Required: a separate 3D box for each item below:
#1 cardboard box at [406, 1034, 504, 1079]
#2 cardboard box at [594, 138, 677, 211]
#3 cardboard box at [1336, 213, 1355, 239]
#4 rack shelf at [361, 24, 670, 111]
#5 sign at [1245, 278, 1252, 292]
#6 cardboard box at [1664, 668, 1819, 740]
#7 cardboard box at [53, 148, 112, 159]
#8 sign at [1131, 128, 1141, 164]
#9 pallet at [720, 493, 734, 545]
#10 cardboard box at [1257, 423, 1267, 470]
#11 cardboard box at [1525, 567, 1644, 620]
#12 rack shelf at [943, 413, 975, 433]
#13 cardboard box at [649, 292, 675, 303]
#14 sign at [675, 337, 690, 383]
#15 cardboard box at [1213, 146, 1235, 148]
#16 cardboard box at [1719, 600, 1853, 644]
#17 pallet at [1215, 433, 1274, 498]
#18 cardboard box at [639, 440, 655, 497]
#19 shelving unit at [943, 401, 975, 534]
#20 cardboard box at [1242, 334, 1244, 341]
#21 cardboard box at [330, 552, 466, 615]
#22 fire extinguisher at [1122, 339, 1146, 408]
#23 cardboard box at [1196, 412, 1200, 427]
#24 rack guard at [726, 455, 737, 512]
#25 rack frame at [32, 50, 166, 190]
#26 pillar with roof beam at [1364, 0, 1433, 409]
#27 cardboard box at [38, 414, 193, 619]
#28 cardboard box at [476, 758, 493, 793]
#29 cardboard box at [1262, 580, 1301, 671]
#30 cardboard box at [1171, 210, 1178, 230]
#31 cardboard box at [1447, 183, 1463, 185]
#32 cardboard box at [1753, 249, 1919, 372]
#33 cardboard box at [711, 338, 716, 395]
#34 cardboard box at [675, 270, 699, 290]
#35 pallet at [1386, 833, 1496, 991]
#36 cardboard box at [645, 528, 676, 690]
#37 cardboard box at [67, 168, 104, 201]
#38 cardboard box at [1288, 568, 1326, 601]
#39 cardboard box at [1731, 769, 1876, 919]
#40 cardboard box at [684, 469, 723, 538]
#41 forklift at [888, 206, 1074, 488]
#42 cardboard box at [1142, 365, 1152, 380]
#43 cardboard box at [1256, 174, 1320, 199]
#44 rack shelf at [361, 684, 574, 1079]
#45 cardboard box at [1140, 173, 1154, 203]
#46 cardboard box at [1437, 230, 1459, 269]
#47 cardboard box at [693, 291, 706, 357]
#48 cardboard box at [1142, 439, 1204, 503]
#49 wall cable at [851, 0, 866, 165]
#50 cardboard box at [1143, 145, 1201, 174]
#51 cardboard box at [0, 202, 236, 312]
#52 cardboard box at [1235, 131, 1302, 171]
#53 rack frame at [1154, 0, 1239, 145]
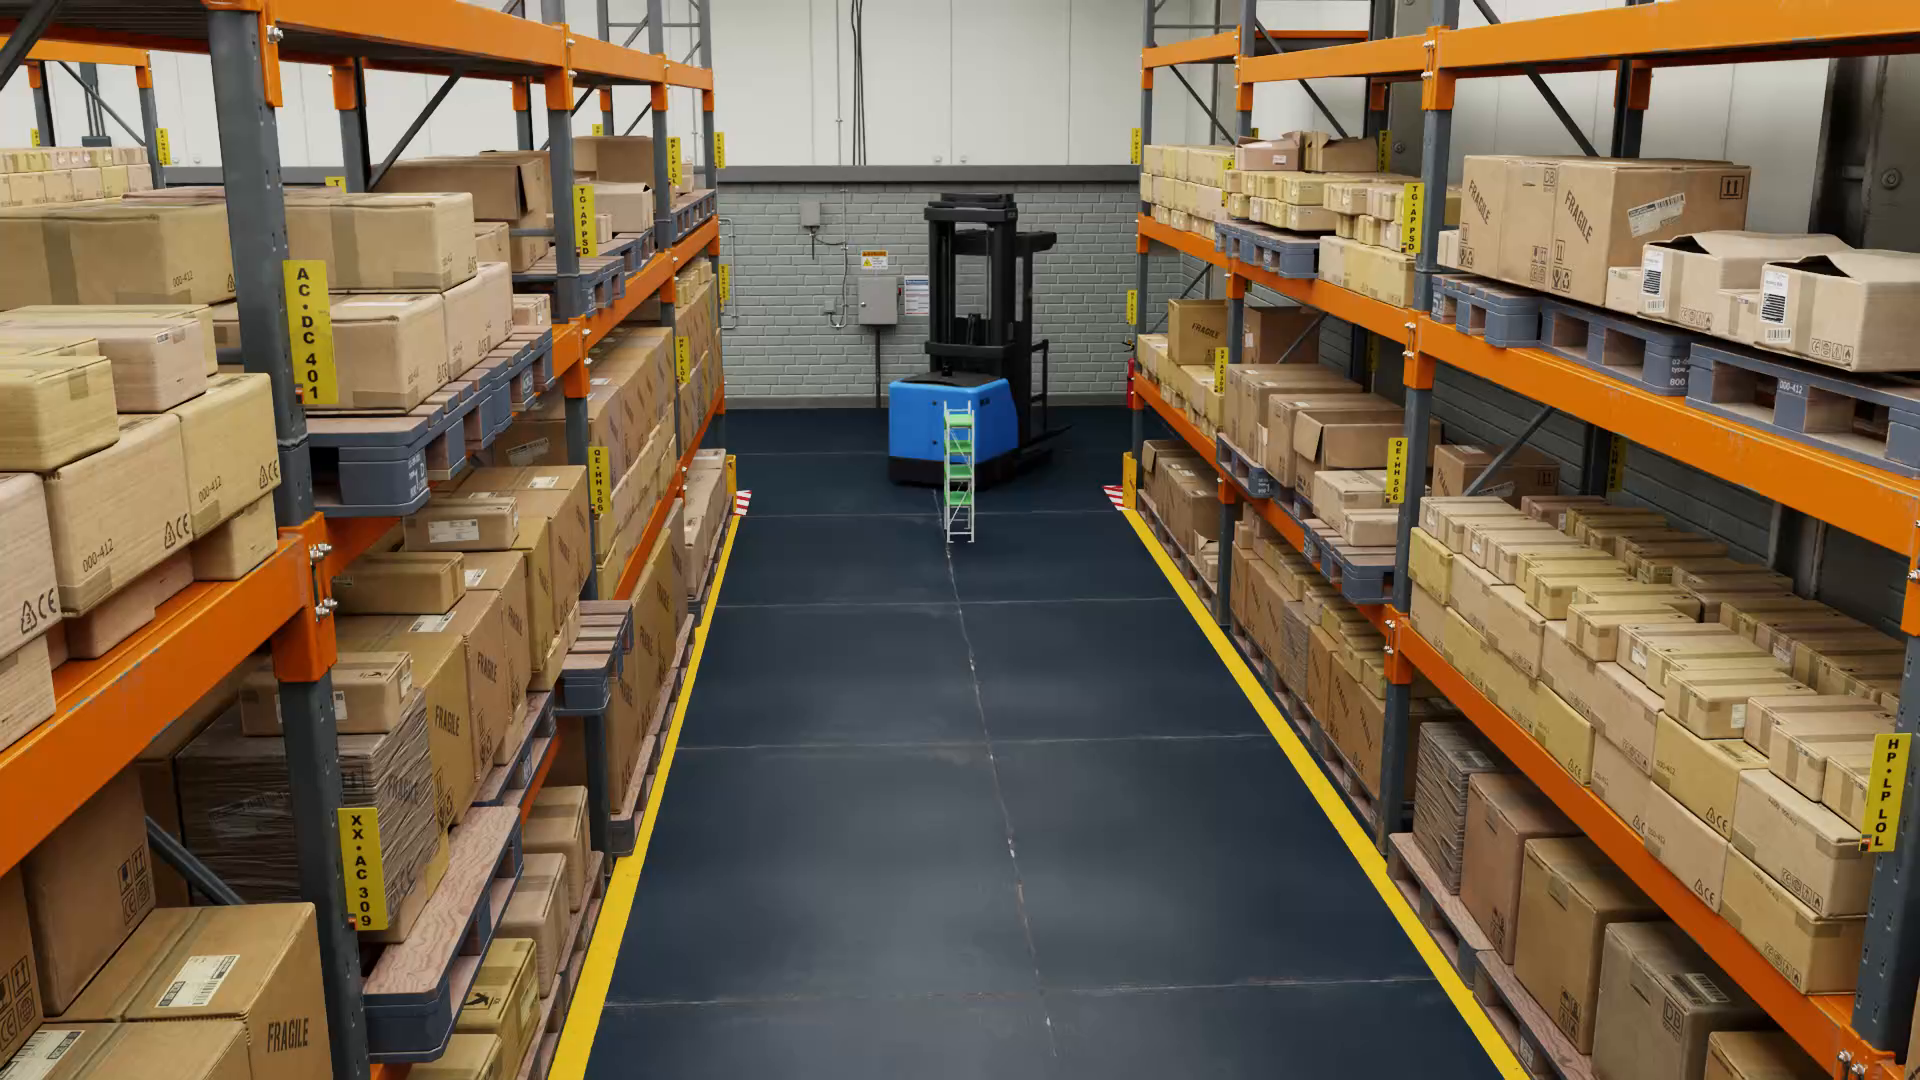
[{"bbox_3d":[-2.101,2.004,5.650,0.950,0.372,0.625,0,14,0],"label":"cardboard box"},{"bbox_3d":[-2.341,-2.649,12.036,0.500,0.500,0.500,-1,14,-2],"label":"cardboard box"},{"bbox_3d":[2.372,-1.807,9.510,0.380,0.149,0.250,0,14,-2],"label":"cardboard box"},{"bbox_3d":[-2.390,-2.612,9.365,1.077,0.370,4.000,-1,14,-3],"label":"rack shelf"},{"bbox_3d":[2.747,-2.536,15.904,0.100,0.325,0.005,-1,14,-3],"label":"sign"},{"bbox_3d":[2.547,0.533,5.433,0.380,0.149,0.250,-1,14,-5],"label":"cardboard box"},{"bbox_3d":[-7.448,-3.250,14.115,0.380,0.149,0.250,-1,14,-5],"label":"cardboard box"},{"bbox_3d":[1.650,-3.686,15.559,0.100,0.325,0.005,-1,14,-3],"label":"sign"},{"bbox_3d":[-2.634,-0.193,15.352,1.003,0.211,1.213,-1,14,-3],"label":"pallet"},{"bbox_3d":[2.143,-0.610,10.806,0.396,0.266,0.258,0,14,-1],"label":"cardboard box"},{"bbox_3d":[2.504,0.213,6.675,0.380,0.149,0.250,-1,14,-2],"label":"cardboard box"},{"bbox_3d":[-0.010,-1.025,14.933,0.258,0.148,0.480,-1,14,-3],"label":"rack shelf"},{"bbox_3d":[-2.307,-1.739,12.256,0.380,0.149,0.250,-1,14,-3],"label":"cardboard box"},{"bbox_3d":[-1.973,-1.279,11.814,0.100,0.325,0.005,-1,14,-3],"label":"sign"},{"bbox_3d":[2.530,-3.349,14.704,0.500,0.250,0.500,-1,14,-5],"label":"cardboard box"},{"bbox_3d":[3.080,0.333,6.211,0.380,0.149,0.250,-1,14,-3],"label":"cardboard box"},{"bbox_3d":[2.380,-0.530,11.453,1.003,0.211,1.213,-1,14,-3],"label":"pallet"},{"bbox_3d":[-2.119,-0.430,9.974,0.500,0.250,0.500,-1,14,-2],"label":"cardboard box"},{"bbox_3d":[-6.149,0.483,10.742,13.061,1.200,8.595,-1,14,-3],"label":"shelving unit"},{"bbox_3d":[2.485,-1.780,15.627,0.500,0.250,0.500,0,14,-2],"label":"cardboard box"},{"bbox_3d":[-1.865,0.143,5.511,0.380,0.149,0.250,0,14,0],"label":"cardboard box"},{"bbox_3d":[1.721,-1.630,16.245,0.296,0.674,0.183,-1,14,-3],"label":"fire extinguisher"},{"bbox_3d":[2.101,-0.972,13.287,0.380,0.149,0.250,-1,14,-2],"label":"cardboard box"},{"bbox_3d":[-2.763,-0.536,16.107,1.175,0.500,0.348,-1,14,-3],"label":"rack guard"},{"bbox_3d":[-7.696,-4.545,14.630,1.000,3.000,0.127,-1,14,-3],"label":"rack frame"},{"bbox_3d":[-1.001,-3.850,11.929,9.100,9.000,0.400,-1,14,-3],"label":"pillar with roof beam"},{"bbox_3d":[-1.690,-0.049,2.882,0.500,0.250,0.500,-1,14,-4],"label":"cardboard box"},{"bbox_3d":[-1.826,0.762,5.707,0.380,0.149,0.250,-1,14,-3],"label":"cardboard box"},{"bbox_3d":[2.314,0.564,10.989,0.500,0.500,0.500,-1,14,-5],"label":"cardboard box"},{"bbox_3d":[1.978,-2.684,13.922,0.380,0.149,0.250,-1,14,-3],"label":"cardboard box"},{"bbox_3d":[2.802,-1.956,9.493,0.380,0.149,0.250,-1,14,-4],"label":"cardboard box"},{"bbox_3d":[2.647,-0.672,4.732,0.500,0.311,0.500,-1,14,-5],"label":"cardboard box"},{"bbox_3d":[-2.452,-1.548,14.824,0.500,0.500,0.500,-1,14,-5],"label":"cardboard box"},{"bbox_3d":[-2.406,-2.185,13.990,0.380,0.149,0.250,-1,14,-2],"label":"cardboard box"},{"bbox_3d":[2.700,1.727,7.891,1.003,0.211,1.213,-1,14,-3],"label":"pallet"},{"bbox_3d":[-2.332,0.457,10.652,0.966,0.875,0.966,-2,15,-8],"label":"cardboard box"},{"bbox_3d":[-7.352,-2.896,13.541,0.500,0.250,0.500,-1,14,-3],"label":"cardboard box"},{"bbox_3d":[2.340,0.287,10.765,0.380,0.149,0.250,0,14,-1],"label":"cardboard box"},{"bbox_3d":[2.650,0.878,4.891,0.500,0.250,0.500,-1,14,-5],"label":"cardboard box"},{"bbox_3d":[-2.556,-0.313,14.524,0.875,0.438,0.875,0,14,-2],"label":"cardboard box"},{"bbox_3d":[-3.326,-2.026,17.194,7.029,2.843,7.737,7,16,26],"label":"forklift"},{"bbox_3d":[1.938,-1.611,15.771,0.380,0.149,0.250,-1,14,-4],"label":"cardboard box"},{"bbox_3d":[2.124,-2.277,10.700,0.380,0.149,0.250,-1,14,-4],"label":"cardboard box"},{"bbox_3d":[-2.142,1.095,6.196,1.077,0.370,4.000,-1,14,-3],"label":"rack shelf"},{"bbox_3d":[1.947,-3.228,15.237,0.500,0.250,0.500,-1,14,-4],"label":"cardboard box"},{"bbox_3d":[2.406,-1.329,7.577,0.380,0.166,0.250,-1,14,-4],"label":"cardboard box"},{"bbox_3d":[-2.376,-1.780,13.716,0.500,0.500,0.500,-1,14,-4],"label":"cardboard box"},{"bbox_3d":[2.135,-0.659,15.736,0.797,0.503,0.637,-1,15,-6],"label":"cardboard box"},{"bbox_3d":[0.138,-6.119,20.675,2.988,3.039,0.133,-1,14,-3],"label":"wall cable"},{"bbox_3d":[1.969,-3.470,15.176,0.500,0.250,0.500,-1,14,-4],"label":"cardboard box"},{"bbox_3d":[-2.182,-0.724,4.256,0.500,0.250,0.500,-1,14,-2],"label":"cardboard box"},{"bbox_3d":[2.110,-2.671,11.400,0.396,0.266,0.258,-1,14,-4],"label":"cardboard box"},{"bbox_3d":[2.189,-4.724,15.326,0.949,2.616,0.053,-1,14,-3],"label":"rack frame"}]
